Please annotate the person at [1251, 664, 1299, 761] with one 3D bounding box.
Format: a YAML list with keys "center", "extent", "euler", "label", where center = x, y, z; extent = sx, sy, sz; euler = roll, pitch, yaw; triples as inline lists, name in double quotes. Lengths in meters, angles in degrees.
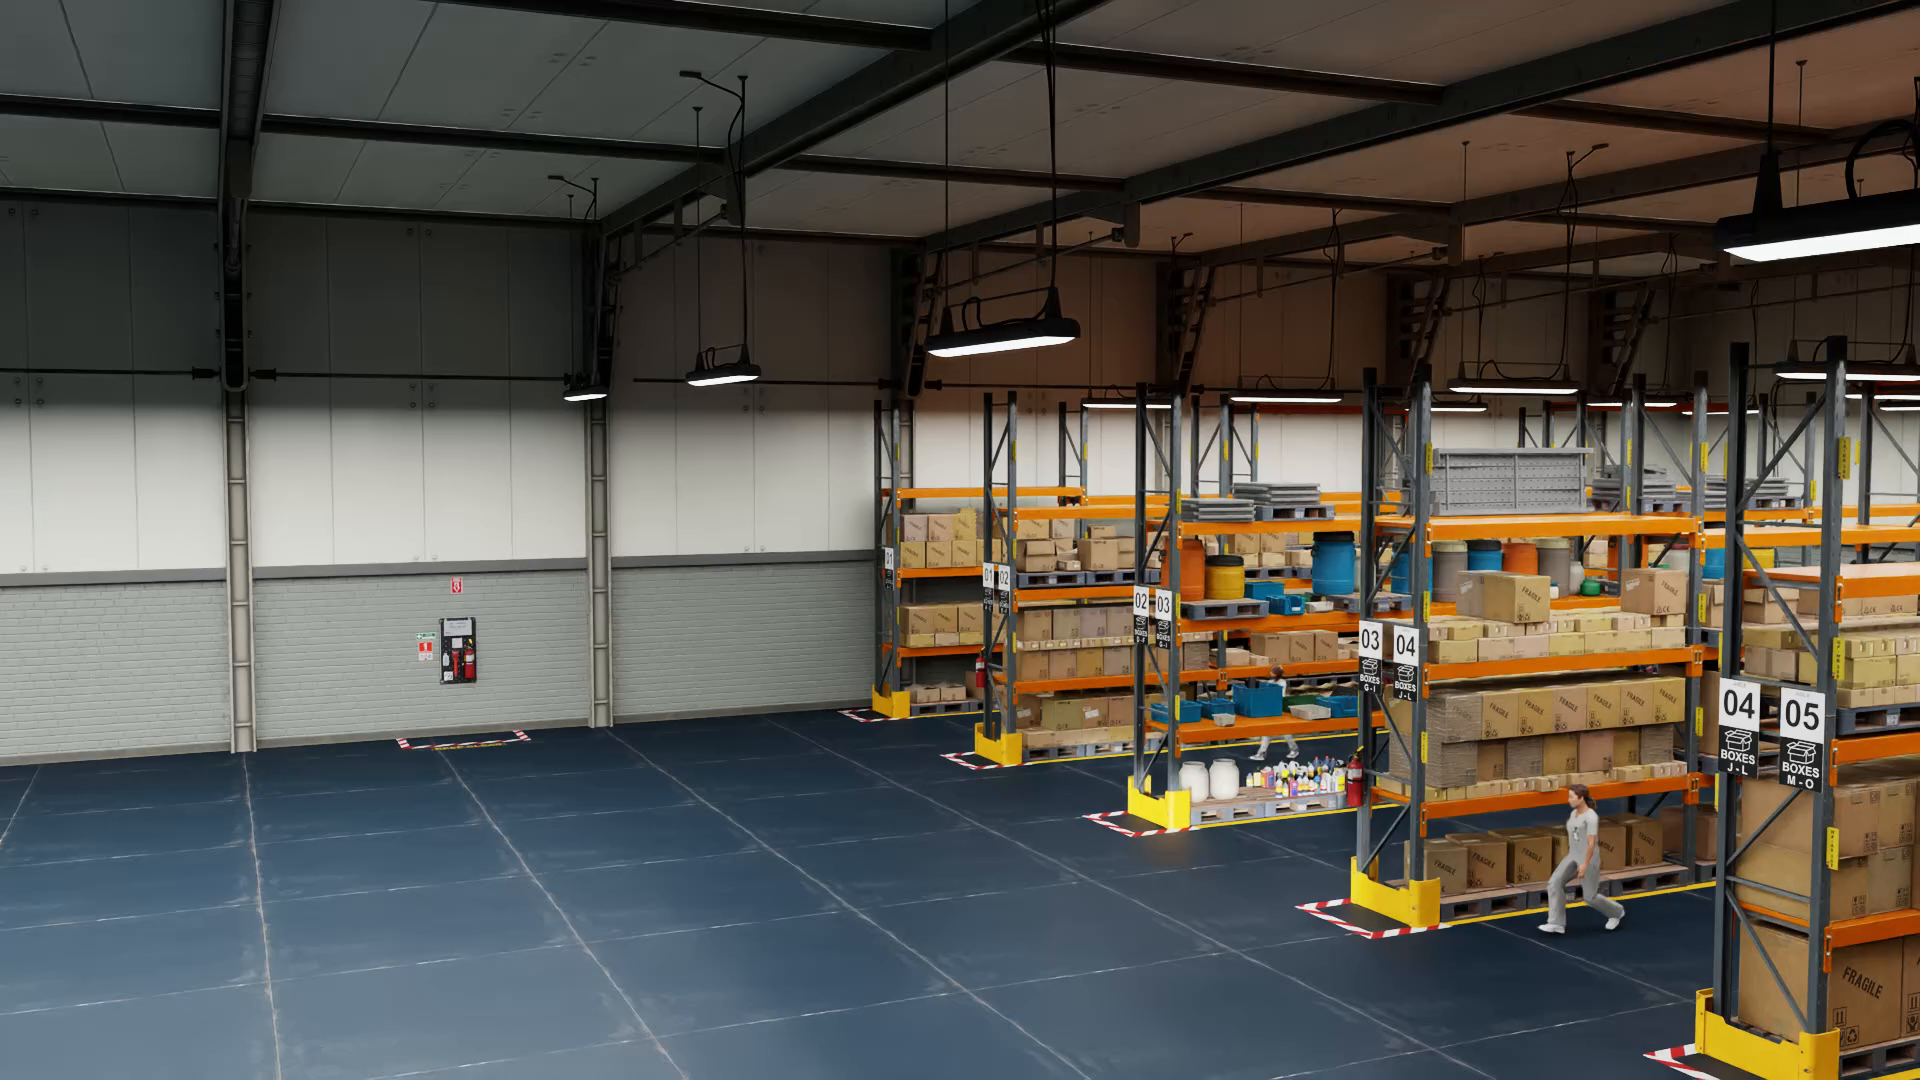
- center: [5.115, 2.801, 26.983]
  extent: [0.888, 1.556, 0.454]
  euler: [-2, 4, -28]
  label: "person"

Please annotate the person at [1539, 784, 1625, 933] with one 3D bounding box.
- center: [6.546, 3.358, 17.569]
  extent: [0.976, 1.557, 0.440]
  euler: [-1, 3, -18]
  label: "person"

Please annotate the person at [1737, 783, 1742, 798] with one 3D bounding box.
- center: [11.066, 2.953, 22.933]
  extent: [1.074, 1.705, 0.532]
  euler: [-1, 4, -23]
  label: "person"
